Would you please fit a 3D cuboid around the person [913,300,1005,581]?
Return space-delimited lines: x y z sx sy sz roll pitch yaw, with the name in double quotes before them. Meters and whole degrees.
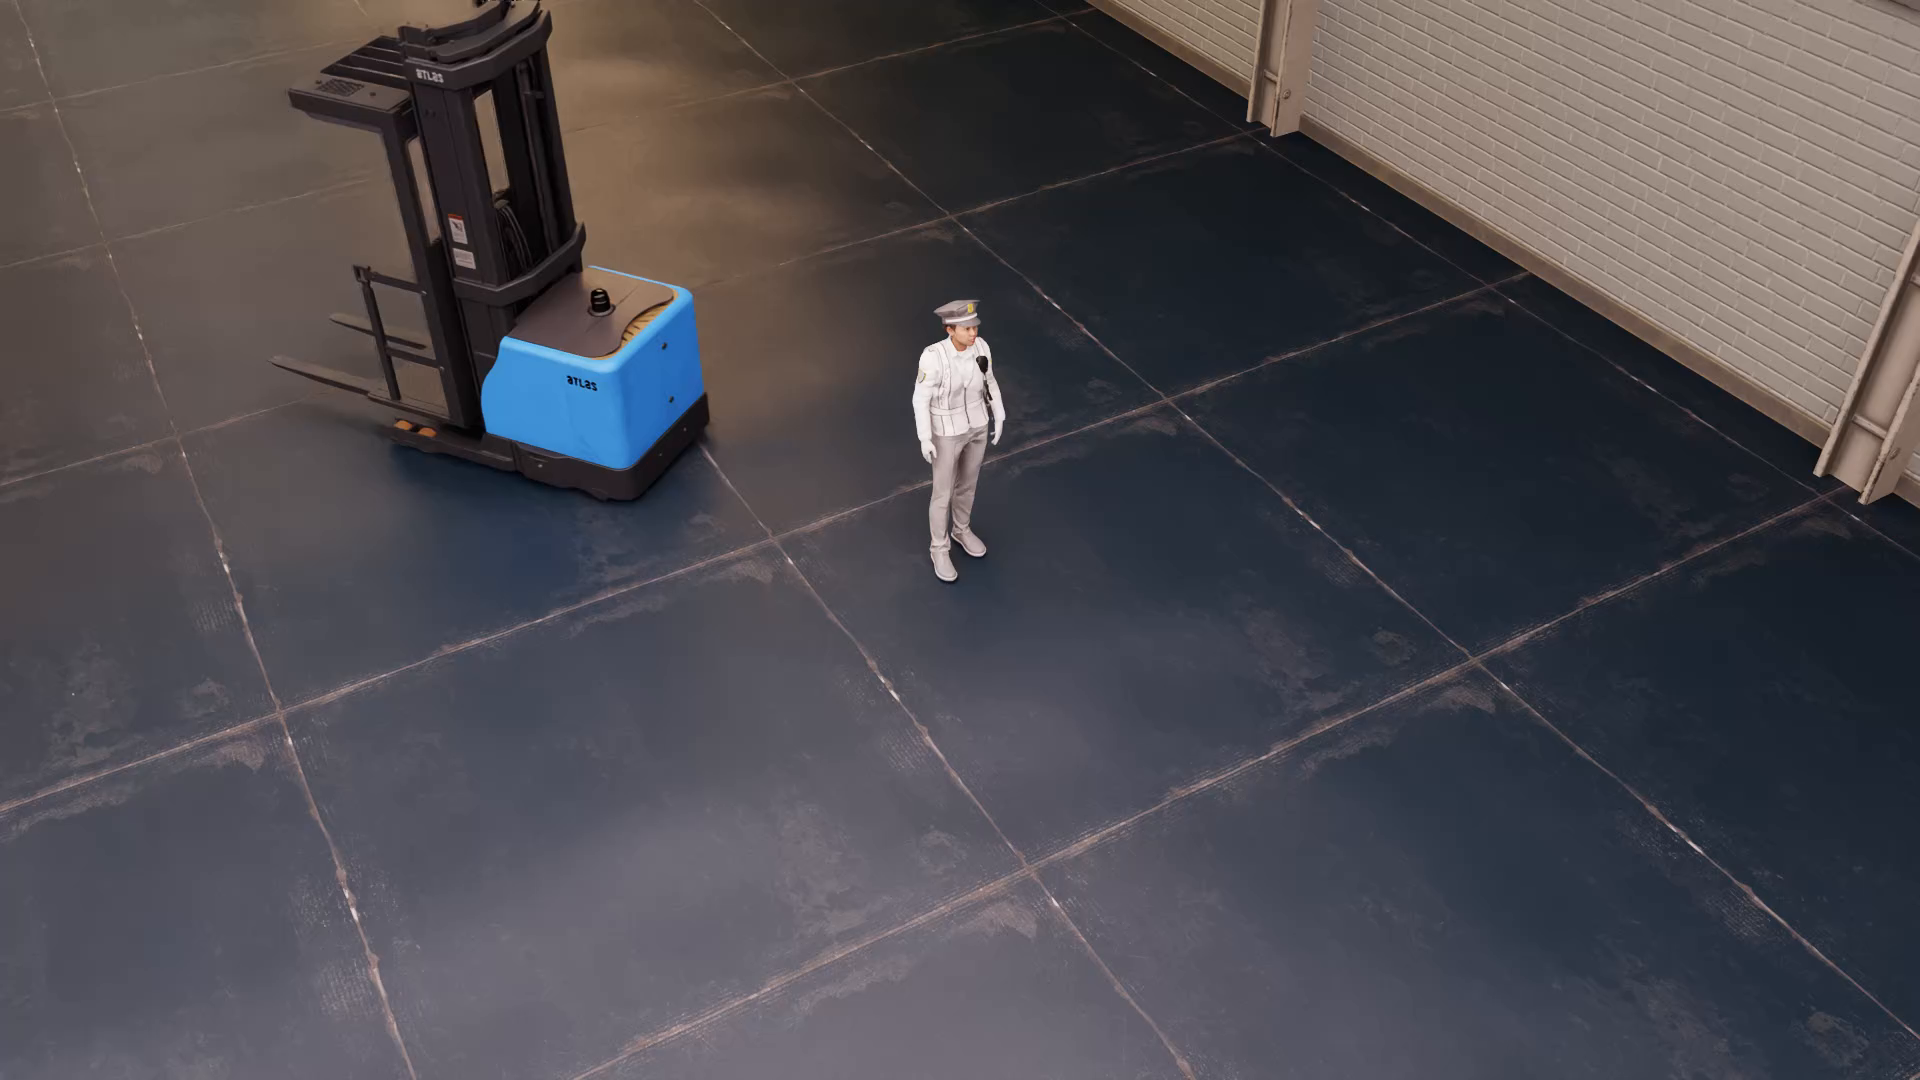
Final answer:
"person" 0.028 -0.619 9.739 0.588 1.696 0.533 -20 44 -23

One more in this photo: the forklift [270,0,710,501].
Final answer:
"forklift" -3.247 -1.997 10.444 3.031 2.935 1.130 16 42 18
